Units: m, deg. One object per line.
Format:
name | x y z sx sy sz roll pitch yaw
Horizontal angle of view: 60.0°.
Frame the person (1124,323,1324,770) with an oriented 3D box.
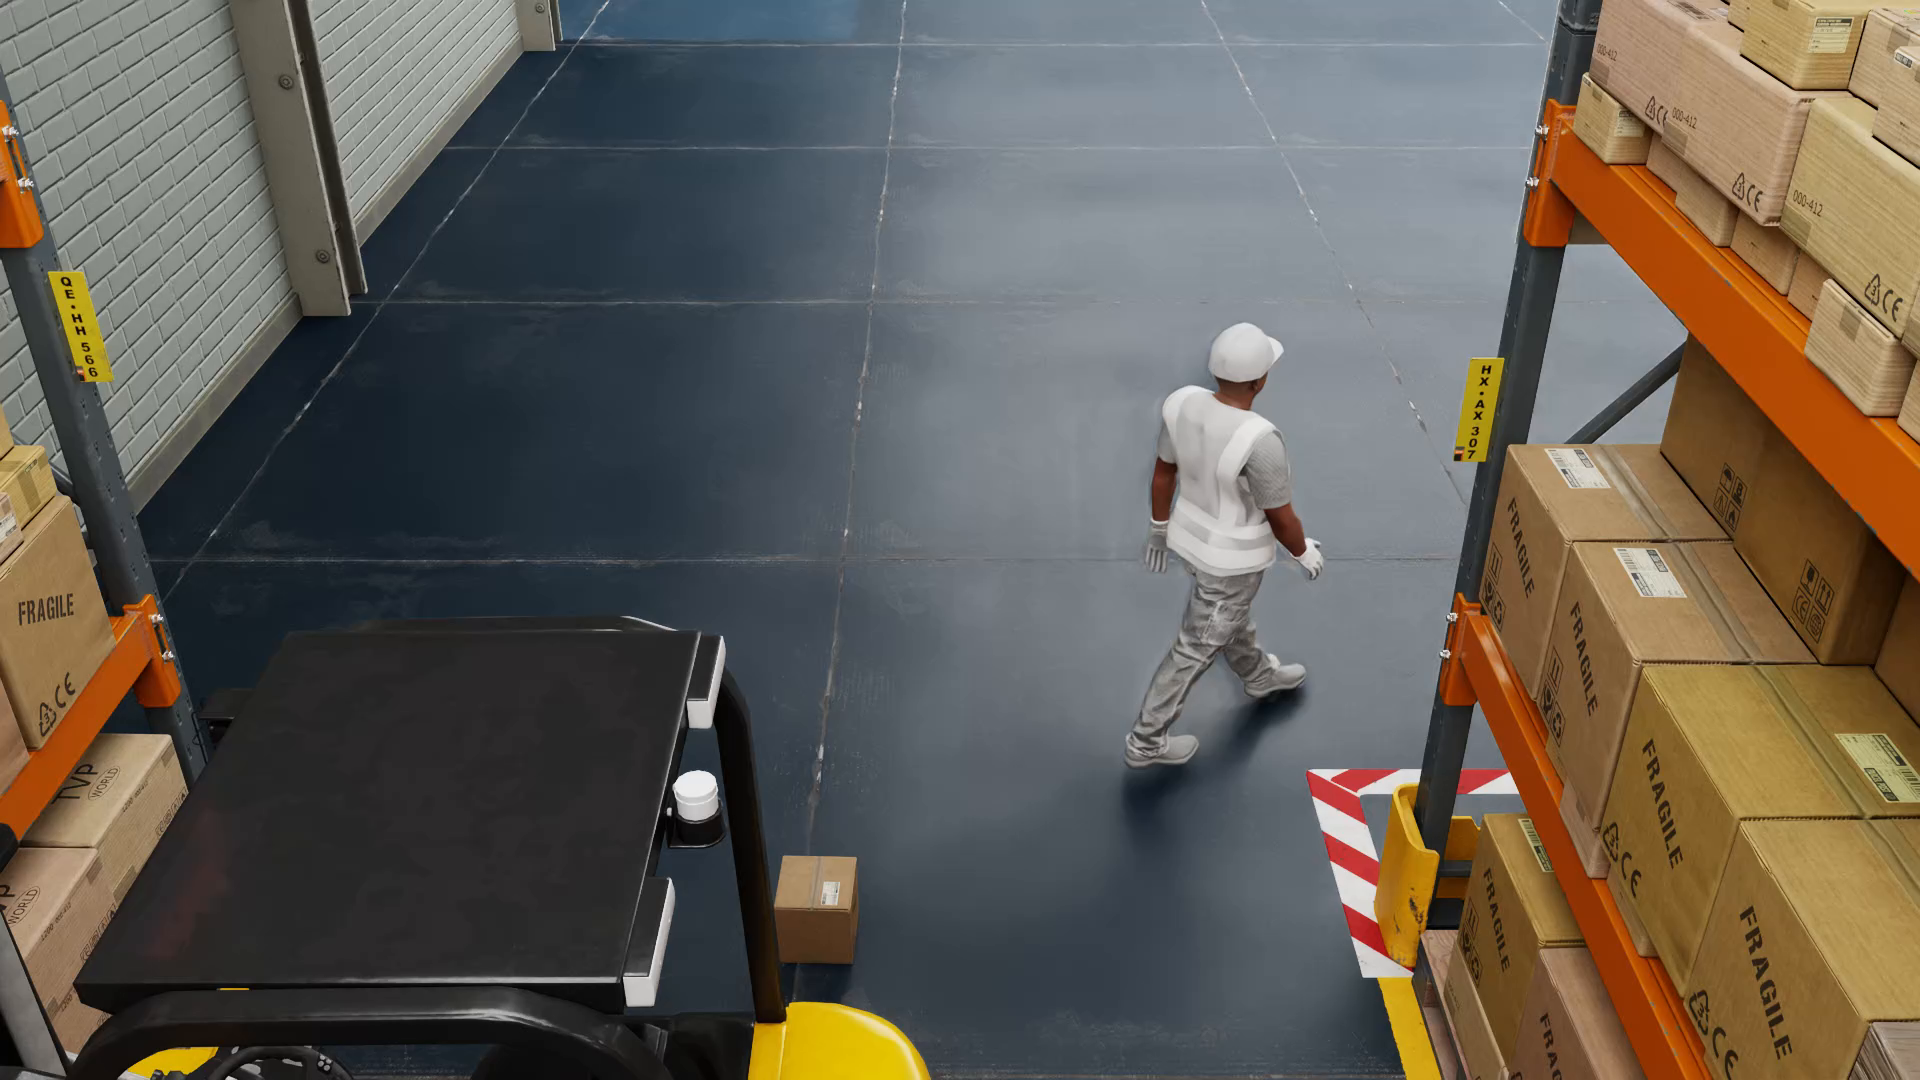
person | 1.045 -0.007 6.089 0.983 1.736 0.565 -16 35 -24
